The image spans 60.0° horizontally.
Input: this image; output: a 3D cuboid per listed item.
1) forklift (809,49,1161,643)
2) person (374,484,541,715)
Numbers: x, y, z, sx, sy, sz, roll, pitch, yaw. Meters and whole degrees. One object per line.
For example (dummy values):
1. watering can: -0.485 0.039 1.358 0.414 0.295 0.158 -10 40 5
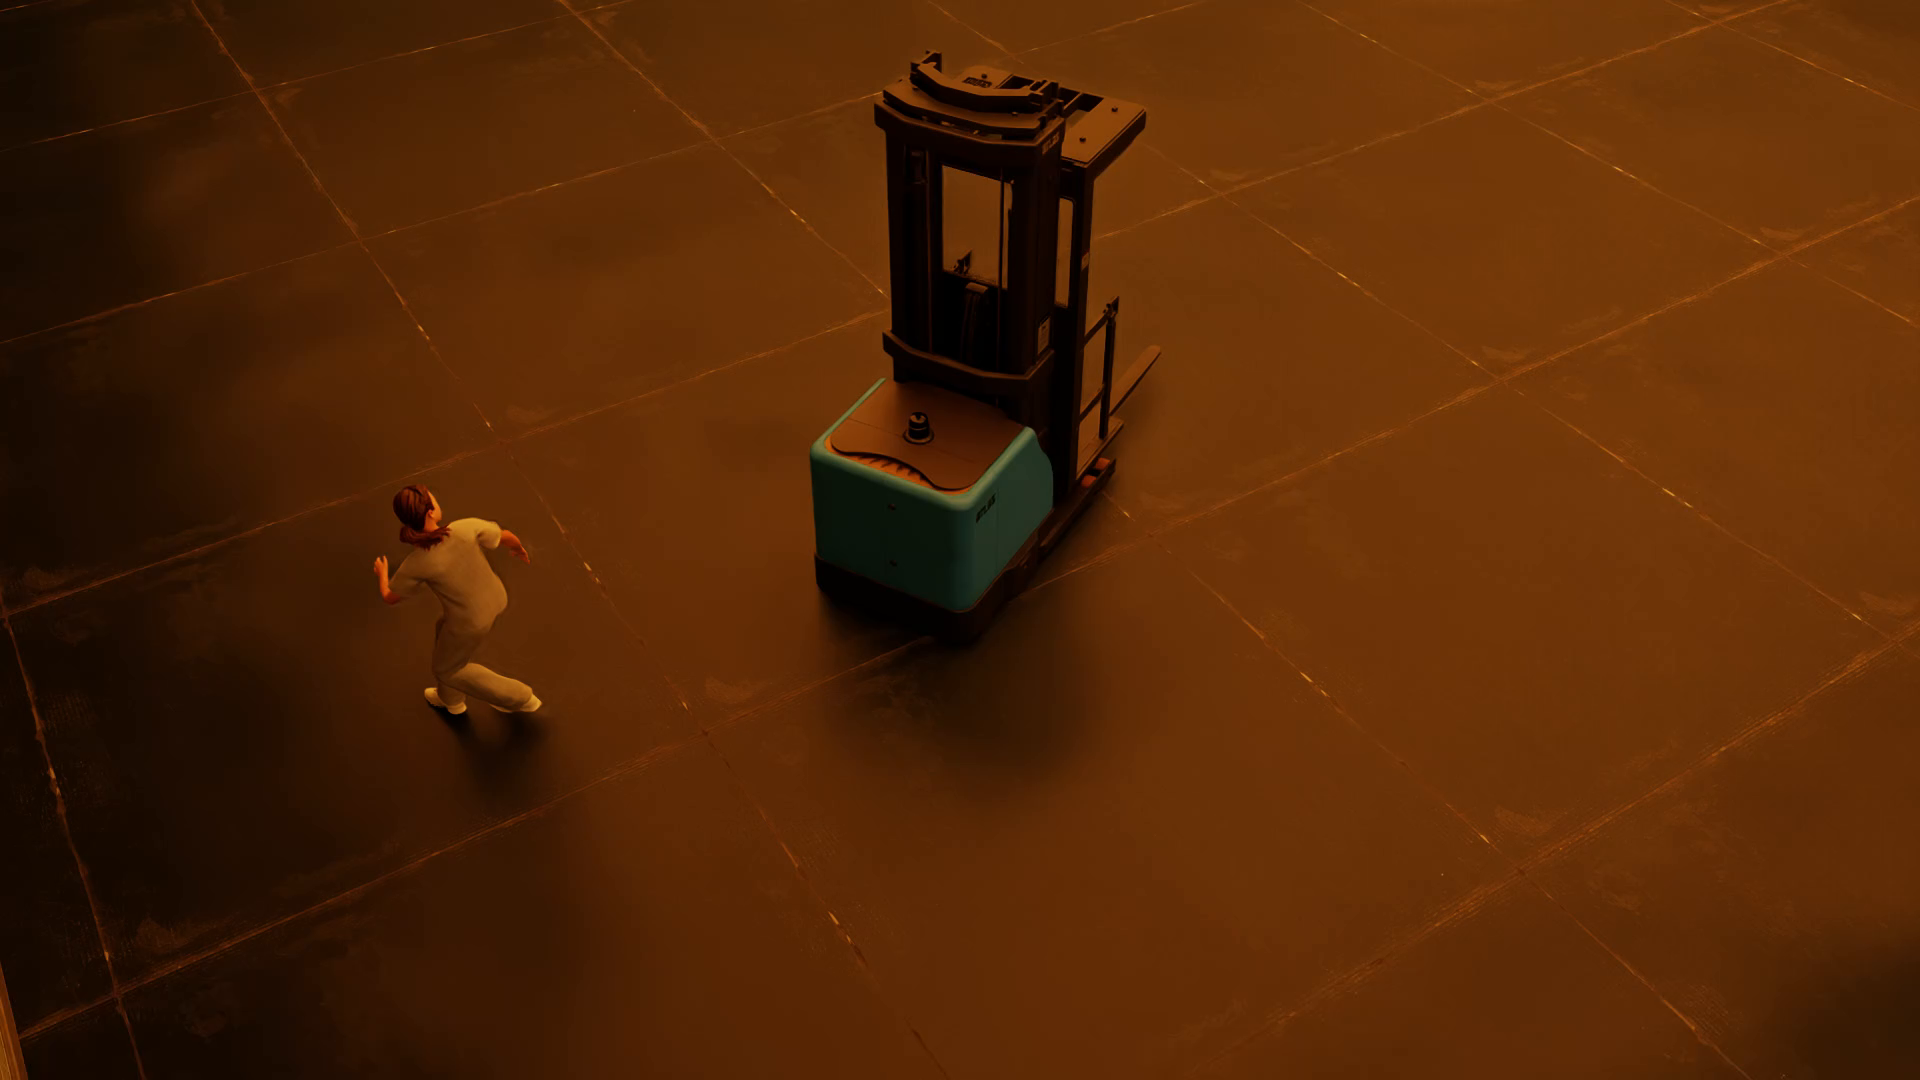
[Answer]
1. forklift: 0.326 -1.482 9.566 1.130 2.935 3.031 20 45 22
2. person: -2.596 0.268 8.636 0.804 1.544 0.761 19 45 20
